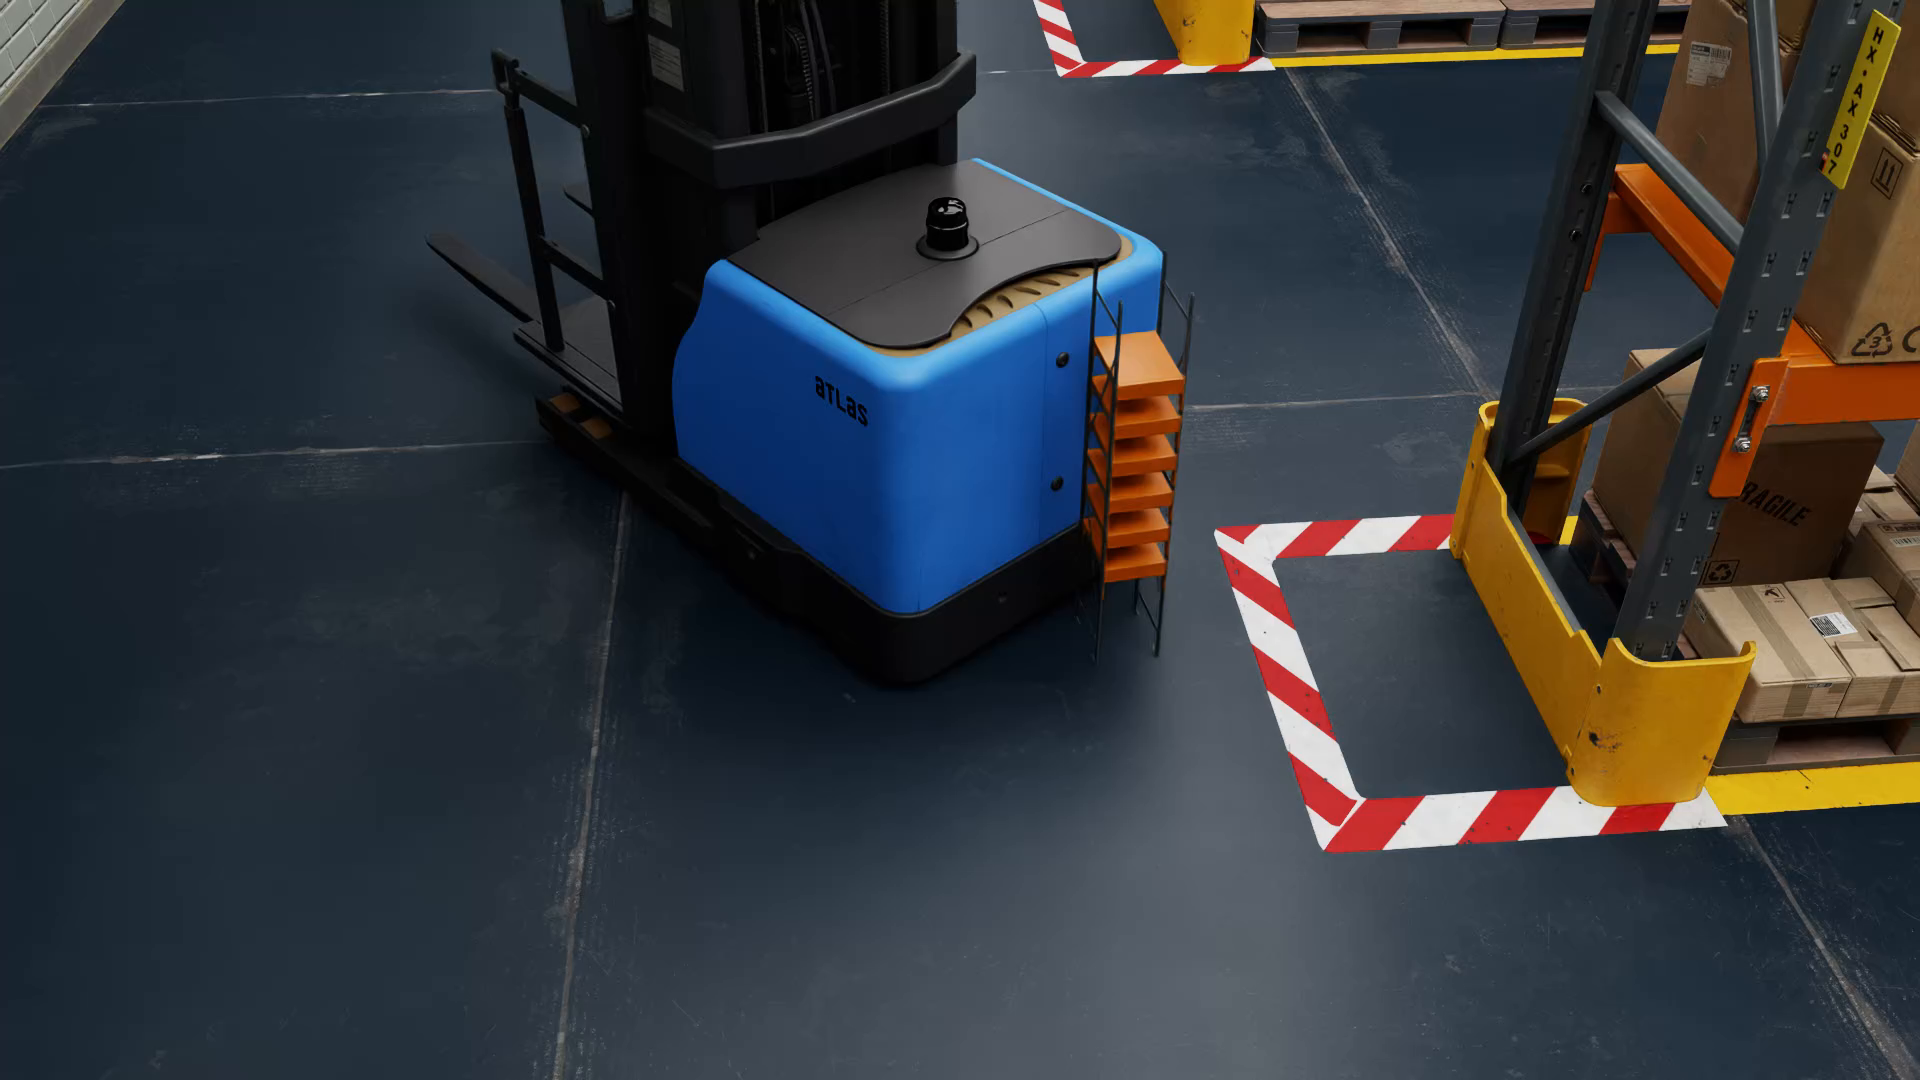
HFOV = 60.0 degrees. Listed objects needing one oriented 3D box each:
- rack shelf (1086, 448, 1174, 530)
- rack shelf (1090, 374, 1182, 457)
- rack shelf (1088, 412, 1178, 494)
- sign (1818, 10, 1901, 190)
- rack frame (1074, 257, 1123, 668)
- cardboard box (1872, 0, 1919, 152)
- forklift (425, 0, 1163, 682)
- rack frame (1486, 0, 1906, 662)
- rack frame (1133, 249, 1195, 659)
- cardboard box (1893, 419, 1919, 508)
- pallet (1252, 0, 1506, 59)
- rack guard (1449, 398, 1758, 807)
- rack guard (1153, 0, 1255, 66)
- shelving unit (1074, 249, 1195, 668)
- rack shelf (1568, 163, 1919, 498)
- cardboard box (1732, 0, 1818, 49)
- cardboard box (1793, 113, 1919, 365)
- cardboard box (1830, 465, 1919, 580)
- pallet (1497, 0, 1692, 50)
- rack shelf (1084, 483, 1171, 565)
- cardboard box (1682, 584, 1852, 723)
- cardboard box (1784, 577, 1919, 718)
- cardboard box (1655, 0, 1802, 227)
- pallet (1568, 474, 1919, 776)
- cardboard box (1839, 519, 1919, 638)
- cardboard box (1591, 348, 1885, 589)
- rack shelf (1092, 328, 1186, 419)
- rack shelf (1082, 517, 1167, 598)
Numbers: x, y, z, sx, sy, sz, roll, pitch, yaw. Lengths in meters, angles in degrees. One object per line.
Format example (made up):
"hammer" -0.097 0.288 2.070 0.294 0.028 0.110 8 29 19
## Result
"rack shelf" 0.458 -0.153 4.547 0.180 0.103 0.258 -8 39 -9
"rack shelf" 0.458 -0.342 4.398 0.180 0.103 0.258 -8 39 -9
"rack shelf" 0.458 -0.247 4.473 0.180 0.103 0.258 -8 39 -9
"sign" 1.727 -0.845 3.200 0.005 0.325 0.100 -3 38 -4
"rack frame" 0.369 -0.176 4.505 0.006 1.200 0.240 -8 39 -9
"cardboard box" 2.144 -1.133 3.376 0.500 0.500 0.500 -2 38 -3
"forklift" -0.784 -1.583 4.890 1.130 2.935 3.031 -29 47 -32
"rack frame" 1.678 -0.839 3.892 0.127 3.000 1.000 -3 38 -4
"rack frame" 0.548 -0.200 4.535 0.006 1.200 0.240 -8 39 -9
"cardboard box" 3.147 -0.148 4.881 0.500 0.250 0.500 -3 38 -4
"pallet" 2.068 -2.822 8.657 1.213 0.211 1.003 -3 38 -4
"rack guard" 1.754 0.138 4.672 0.348 0.500 1.175 -3 38 -4
"rack guard" 1.221 -2.905 8.528 0.348 0.500 1.175 -3 38 -4
"shelving unit" 0.458 -0.188 4.520 0.189 1.200 0.258 -8 39 -9
"rack shelf" 3.670 -0.667 4.254 4.000 0.370 1.077 -3 38 -4
"cardboard box" 2.097 -1.465 3.798 0.500 0.500 0.500 -3 38 -4
"cardboard box" 2.144 -0.740 3.686 0.500 0.500 0.500 -2 38 -3
"cardboard box" 2.609 -0.048 4.822 0.250 0.166 0.380 -3 38 -4
"pallet" 3.281 -2.887 8.739 1.213 0.211 1.003 -3 38 -4
"rack shelf" 0.458 -0.059 4.622 0.180 0.103 0.258 -8 39 -9
"cardboard box" 2.126 0.296 4.400 0.250 0.149 0.380 -3 38 -4
"cardboard box" 2.375 0.275 4.411 0.250 0.166 0.380 -3 38 -4
"cardboard box" 2.100 -1.071 4.105 0.500 0.500 0.500 -2 38 -3
"pallet" 2.548 0.207 4.818 1.213 0.211 1.003 -3 38 -4
"cardboard box" 2.743 0.185 4.459 0.500 0.250 0.500 -3 38 -4
"cardboard box" 2.198 -0.213 4.761 0.500 0.500 0.500 -3 38 -4
"rack shelf" 0.458 -0.436 4.324 0.180 0.103 0.258 -8 39 -9
"rack shelf" 0.458 0.035 4.696 0.180 0.103 0.258 -8 39 -9
